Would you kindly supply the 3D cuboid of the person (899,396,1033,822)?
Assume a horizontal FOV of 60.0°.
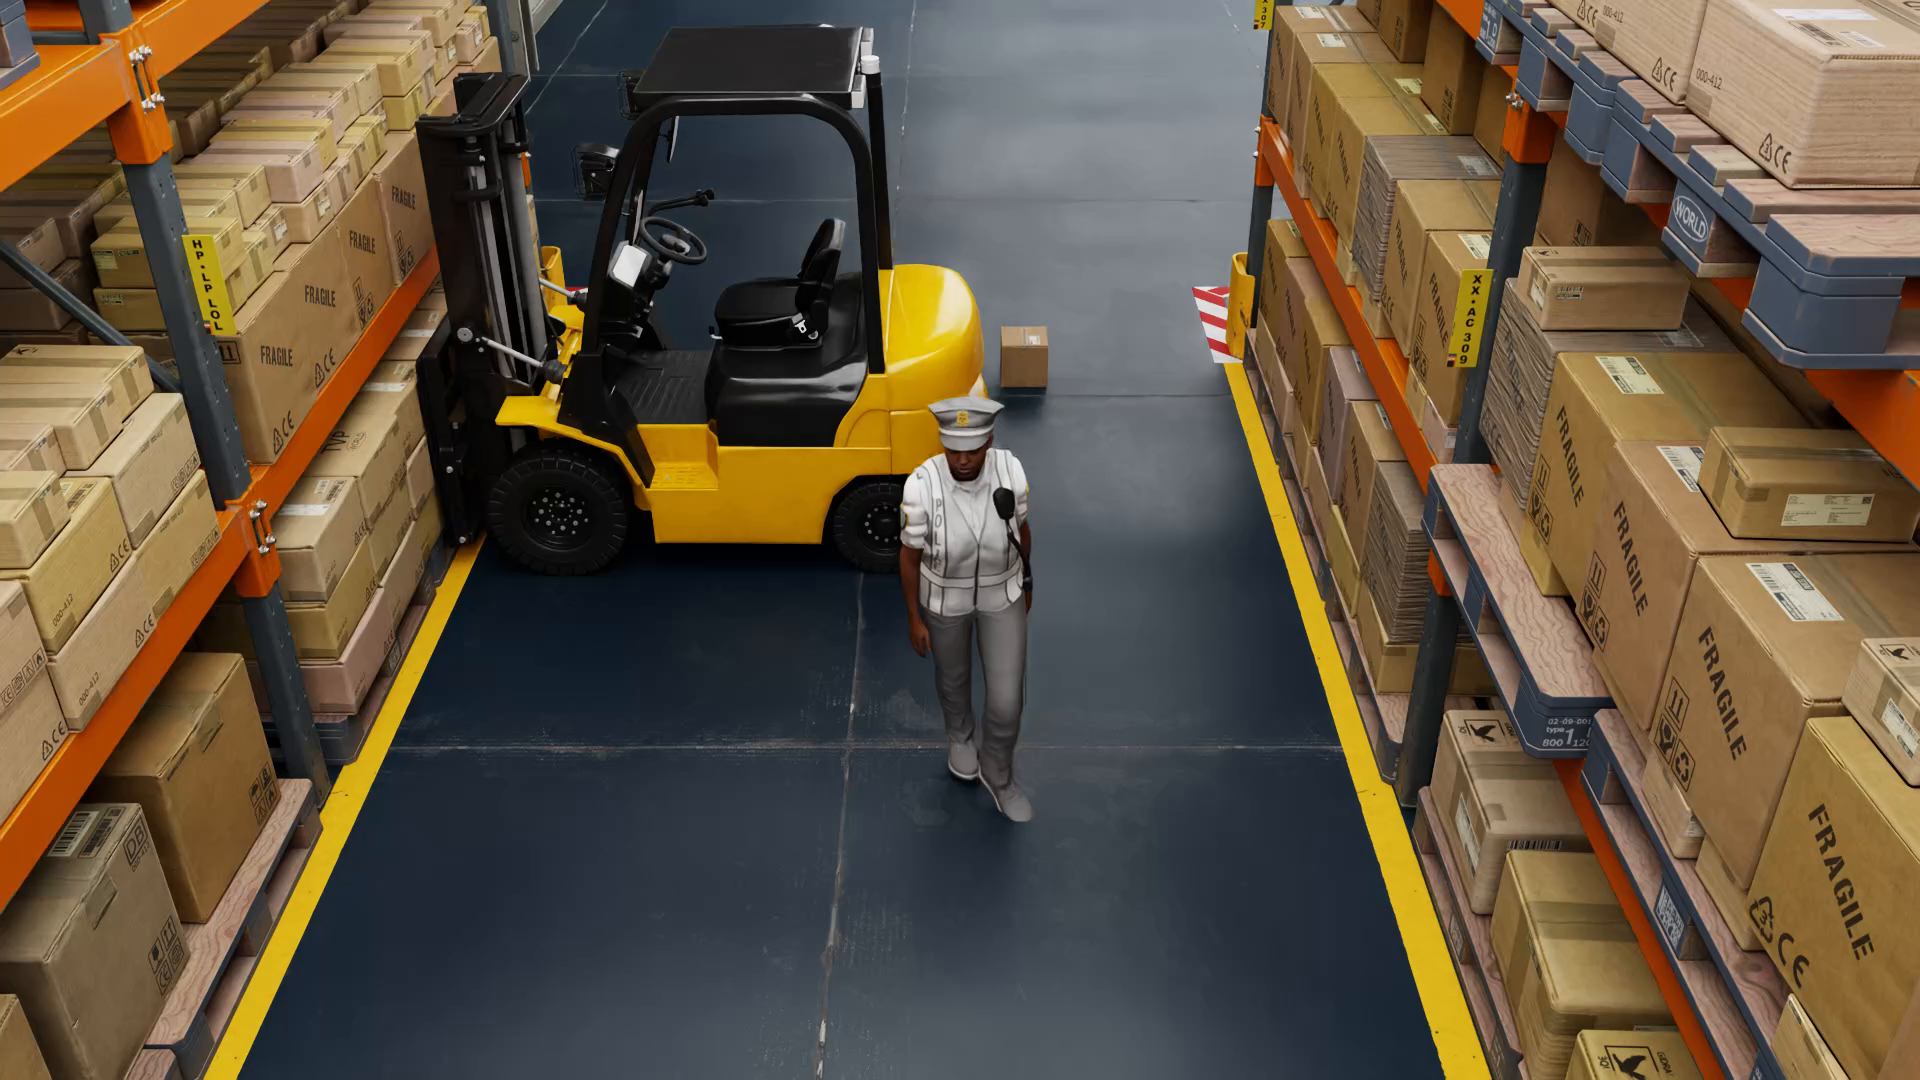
[{"bbox_3d":[0.025,0.212,5.812,0.475,1.728,0.511,-3,32,-4],"label":"person"}]
